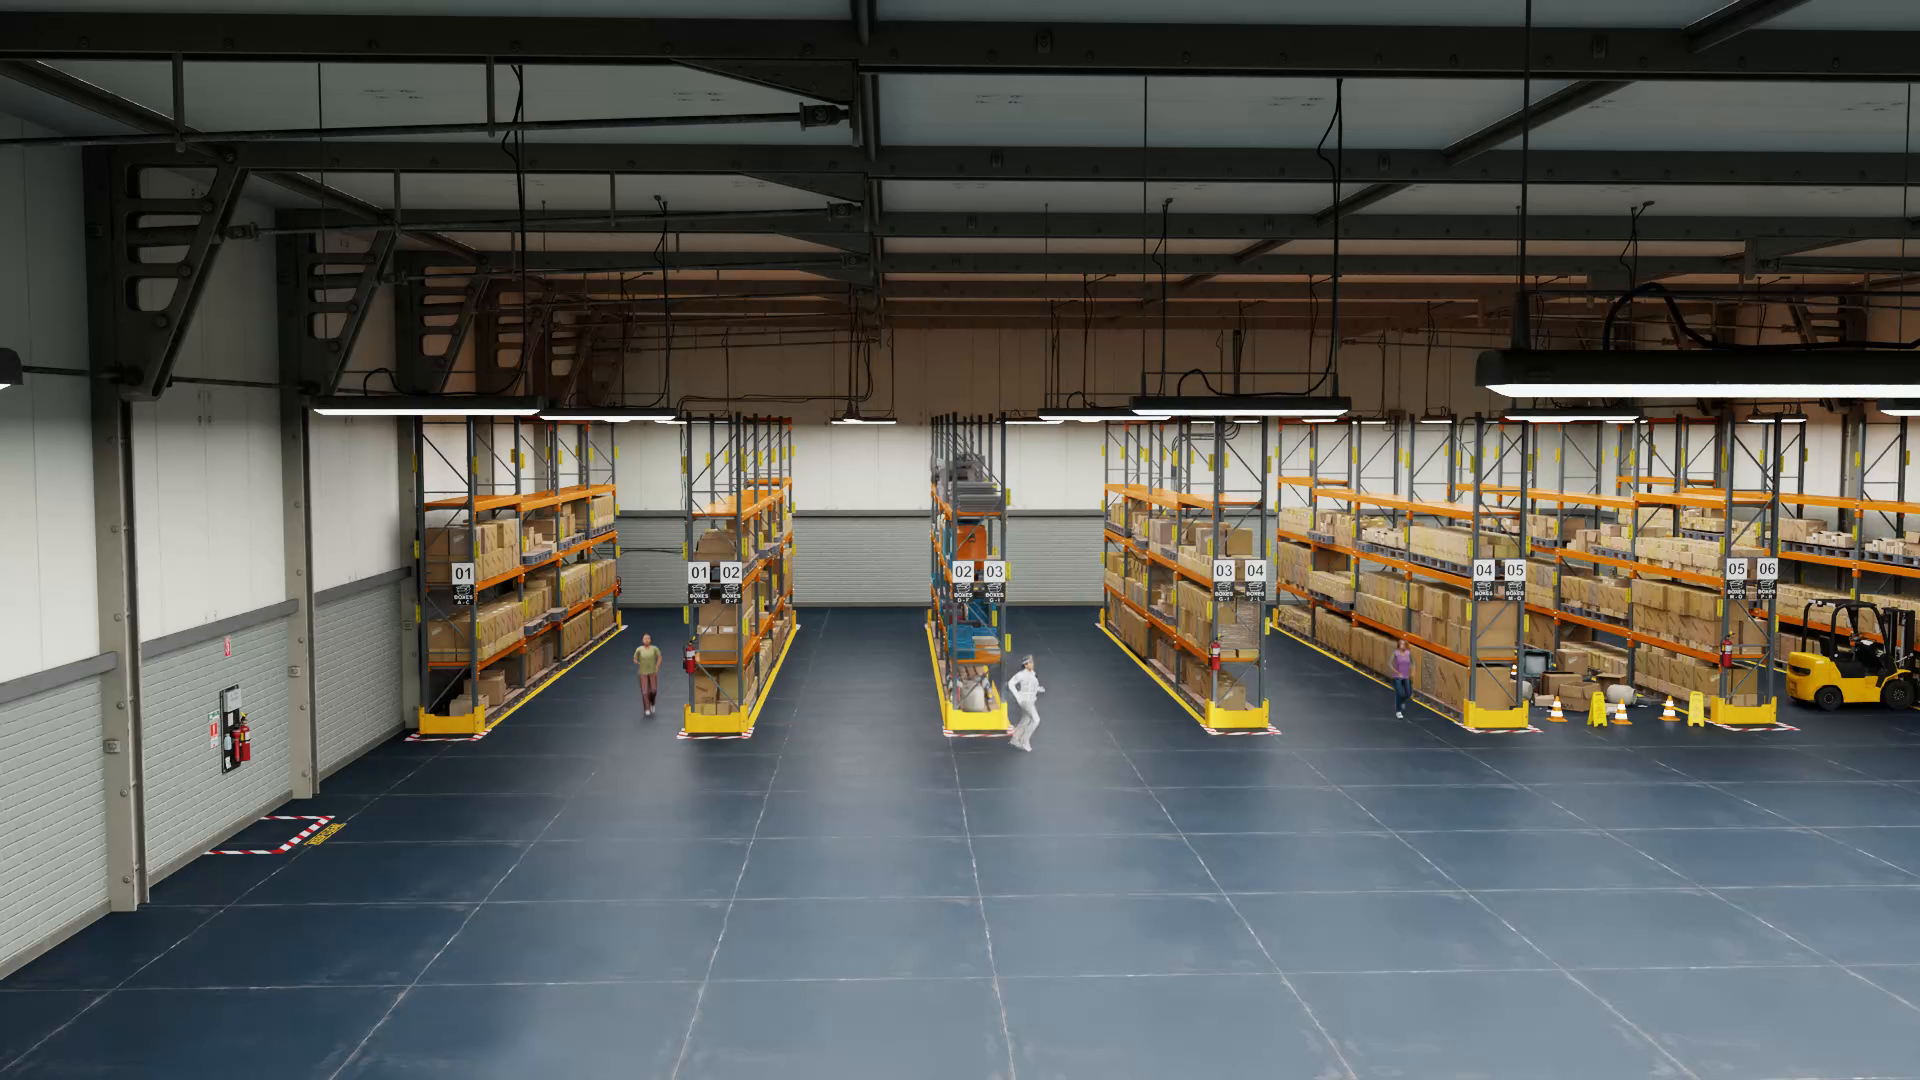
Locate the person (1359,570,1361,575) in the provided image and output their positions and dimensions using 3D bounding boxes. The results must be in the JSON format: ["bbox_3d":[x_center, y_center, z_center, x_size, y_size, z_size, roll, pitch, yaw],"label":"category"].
[{"bbox_3d":[11.309,1.667,47.230,0.635,1.682,0.659,-1,4,-21],"label":"person"}]

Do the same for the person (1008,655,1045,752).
[{"bbox_3d":[1.192,2.881,29.446,0.691,1.711,0.588,2,5,32],"label":"person"}]

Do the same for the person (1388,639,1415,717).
[{"bbox_3d":[8.706,2.679,32.715,0.584,1.483,0.567,0,4,-5],"label":"person"}]

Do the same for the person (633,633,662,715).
[{"bbox_3d":[-6.174,2.663,32.898,0.570,1.615,0.526,-1,4,-12],"label":"person"}]
